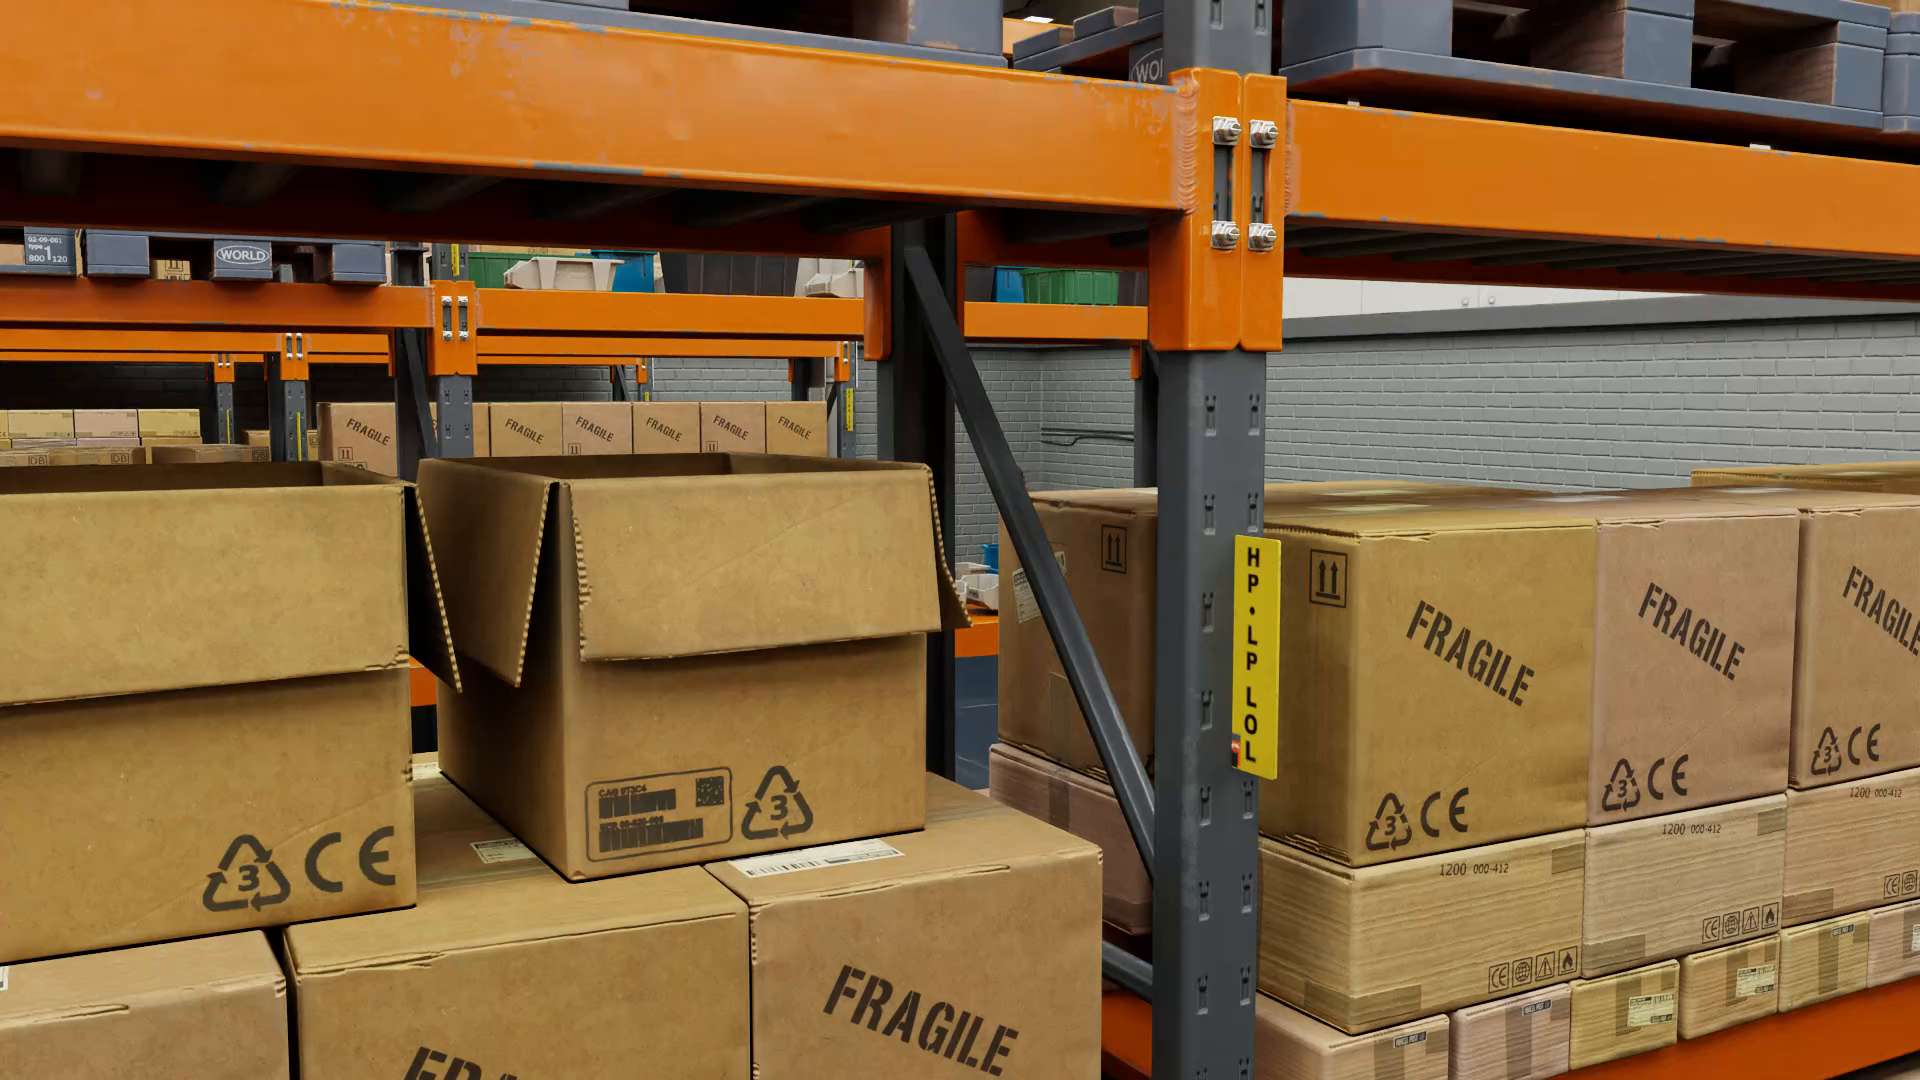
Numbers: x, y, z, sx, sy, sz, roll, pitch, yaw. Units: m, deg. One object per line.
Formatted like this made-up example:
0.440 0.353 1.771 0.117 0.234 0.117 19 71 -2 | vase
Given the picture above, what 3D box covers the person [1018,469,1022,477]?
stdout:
0.562 -0.004 17.603 0.851 1.556 0.419 2 6 22 | person
